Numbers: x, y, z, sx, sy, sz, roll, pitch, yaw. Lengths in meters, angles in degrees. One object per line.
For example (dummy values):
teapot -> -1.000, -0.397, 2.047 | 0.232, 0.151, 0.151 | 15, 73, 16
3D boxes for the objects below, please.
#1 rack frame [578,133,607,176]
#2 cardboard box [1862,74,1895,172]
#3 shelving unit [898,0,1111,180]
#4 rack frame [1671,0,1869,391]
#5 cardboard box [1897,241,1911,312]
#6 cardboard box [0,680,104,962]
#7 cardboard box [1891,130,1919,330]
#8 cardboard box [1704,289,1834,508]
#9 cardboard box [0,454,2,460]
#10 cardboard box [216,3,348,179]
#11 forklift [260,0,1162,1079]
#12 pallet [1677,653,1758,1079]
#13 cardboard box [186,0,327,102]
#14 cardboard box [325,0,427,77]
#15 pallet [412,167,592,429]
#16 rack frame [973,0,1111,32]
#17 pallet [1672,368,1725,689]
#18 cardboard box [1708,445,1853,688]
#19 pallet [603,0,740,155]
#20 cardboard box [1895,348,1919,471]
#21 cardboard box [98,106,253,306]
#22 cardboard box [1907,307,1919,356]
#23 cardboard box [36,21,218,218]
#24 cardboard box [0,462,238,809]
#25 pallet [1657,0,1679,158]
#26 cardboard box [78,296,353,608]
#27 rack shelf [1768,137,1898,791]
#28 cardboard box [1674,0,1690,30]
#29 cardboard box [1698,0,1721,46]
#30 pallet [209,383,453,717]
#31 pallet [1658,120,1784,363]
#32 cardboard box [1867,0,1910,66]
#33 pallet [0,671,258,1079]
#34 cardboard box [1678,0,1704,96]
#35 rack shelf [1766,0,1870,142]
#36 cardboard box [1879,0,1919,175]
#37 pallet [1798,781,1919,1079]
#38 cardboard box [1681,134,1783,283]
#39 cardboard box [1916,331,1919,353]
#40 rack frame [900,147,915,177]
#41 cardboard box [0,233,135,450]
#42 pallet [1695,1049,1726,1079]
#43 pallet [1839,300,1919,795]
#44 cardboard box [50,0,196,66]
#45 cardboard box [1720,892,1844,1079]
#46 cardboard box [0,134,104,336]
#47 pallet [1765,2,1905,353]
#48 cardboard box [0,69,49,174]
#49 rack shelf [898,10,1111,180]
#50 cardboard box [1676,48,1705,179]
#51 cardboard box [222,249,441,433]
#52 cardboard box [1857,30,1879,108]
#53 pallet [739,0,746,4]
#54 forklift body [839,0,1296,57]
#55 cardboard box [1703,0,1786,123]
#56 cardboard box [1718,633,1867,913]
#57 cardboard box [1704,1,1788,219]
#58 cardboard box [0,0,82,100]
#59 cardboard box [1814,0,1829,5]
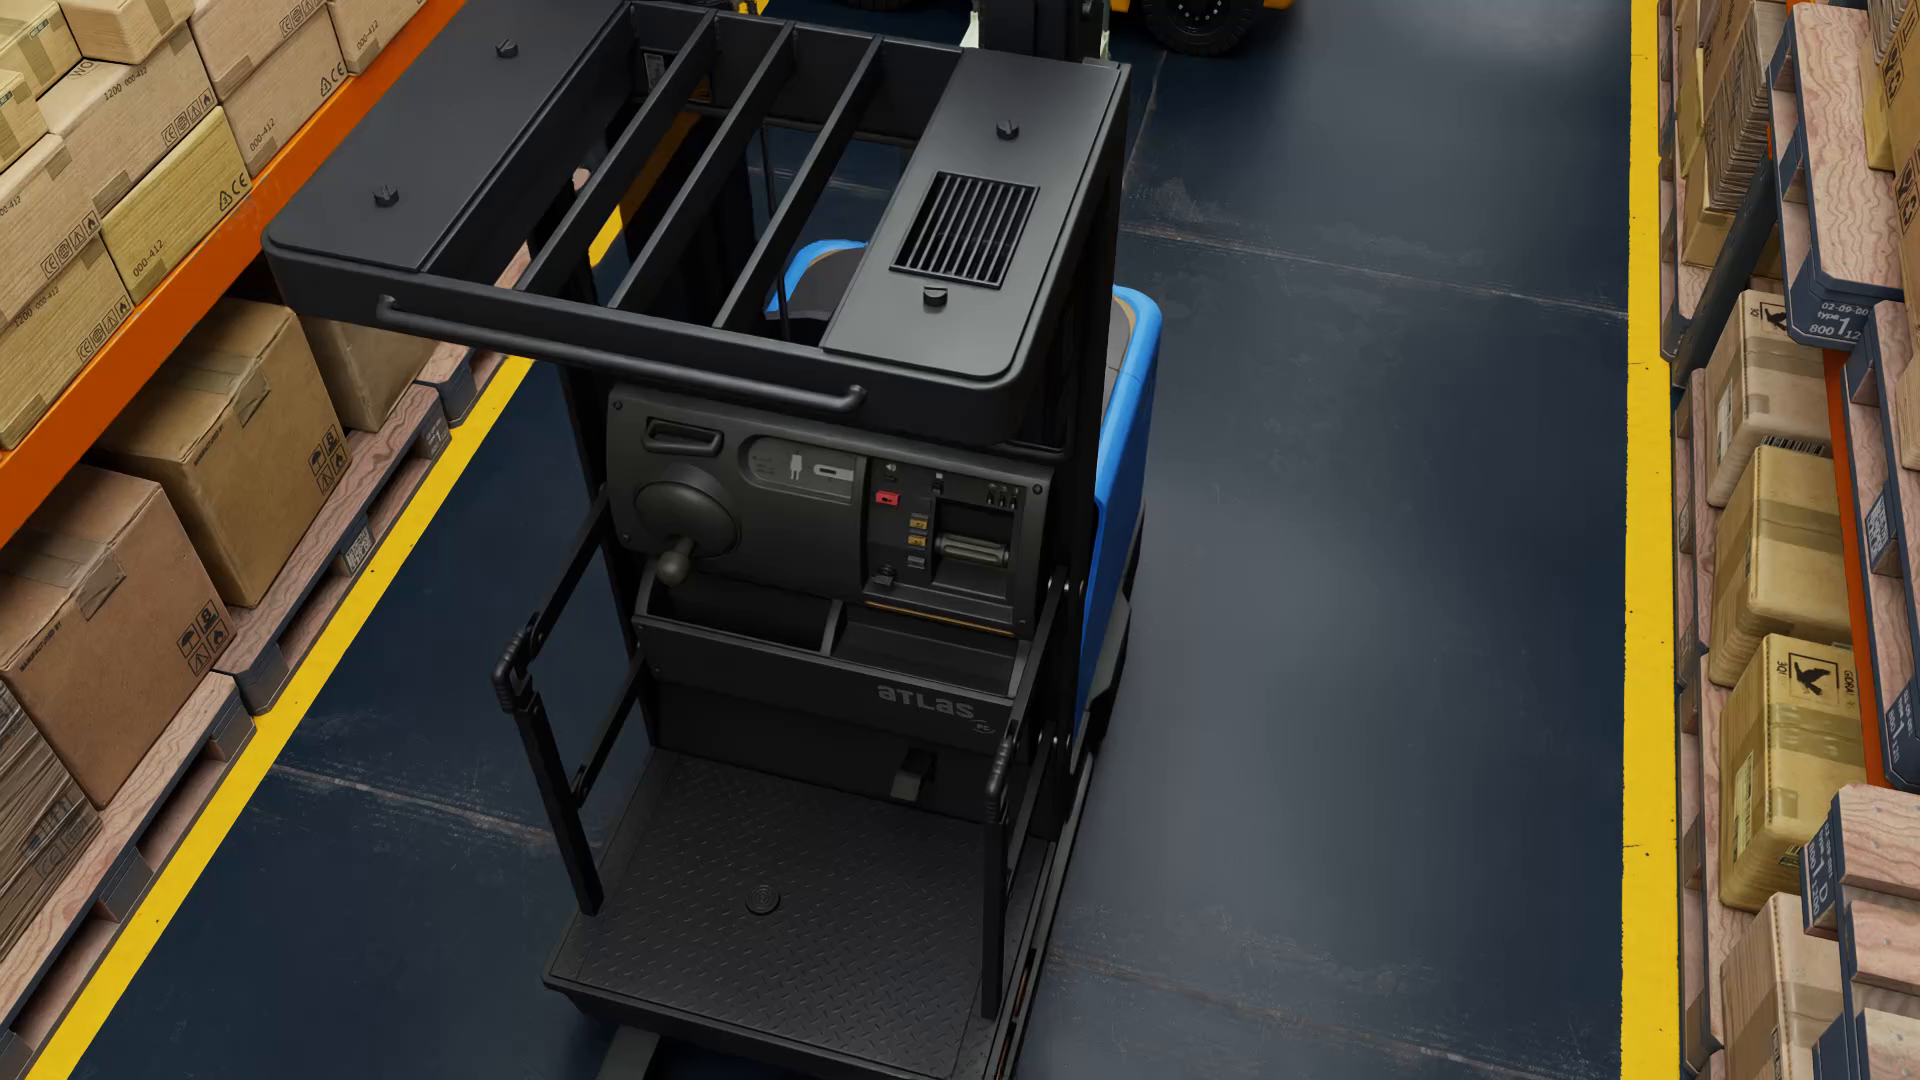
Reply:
rack frame -> -1.850, -2.435, 5.398 | 1.000, 3.000, 0.127 | 12, 50, 10
cardboard box -> 2.415, -0.997, 4.017 | 0.380, 0.149, 0.250 | 12, 50, 11
shelving unit -> 0.136, -0.862, 5.011 | 0.431, 1.500, 0.755 | 12, 50, 10
rack frame -> 2.940, -1.458, 4.536 | 1.000, 3.000, 0.127 | 12, 50, 10
cardboard box -> 2.307, -0.599, 3.666 | 0.380, 0.149, 0.250 | 12, 50, 11
cardboard box -> -2.725, 0.657, 3.973 | 0.875, 0.625, 0.625 | 13, 50, 11
cardboard box -> 2.265, -0.728, 3.347 | 0.500, 0.500, 0.500 | 11, 50, 10
cardboard box -> 2.804, -0.347, 5.029 | 0.950, 0.372, 0.625 | 12, 50, 11
cardboard box -> -2.413, -0.127, 3.462 | 0.500, 0.250, 0.500 | 11, 49, 9
cardboard box -> -2.017, -1.251, 4.453 | 0.500, 0.250, 0.500 | 12, 50, 10
forklift -> -0.335, 0.054, 3.248 | 1.130, 2.935, 3.031 | 12, 50, 10
pallet -> 2.417, 0.914, 4.303 | 1.003, 0.211, 1.213 | 12, 50, 10
cardboard box -> -2.001, -1.403, 4.254 | 0.500, 0.250, 0.500 | 12, 50, 11
cardboard box -> -1.857, -1.604, 4.765 | 0.500, 0.250, 0.500 | 11, 50, 10
pallet -> -2.006, -0.971, 5.966 | 1.003, 0.211, 1.213 | 12, 50, 10
rack frame -> 0.233, -1.127, 5.244 | 0.400, 1.500, 0.023 | 12, 50, 10
pallet -> 2.736, 0.028, 5.084 | 1.003, 0.211, 1.213 | 12, 50, 10
cardboard box -> 2.618, 0.173, 4.569 | 0.950, 0.372, 0.625 | 14, 50, 12
pallet -> -1.600, -2.079, 6.944 | 1.003, 0.211, 1.213 | 12, 50, 10
cardboard box -> 2.120, -0.239, 3.348 | 0.380, 0.149, 0.250 | 13, 50, 11
cardboard box -> -2.146, -0.876, 4.123 | 0.500, 0.250, 0.500 | 13, 50, 11
cardboard box -> 2.240, -0.421, 3.508 | 0.380, 0.149, 0.250 | 12, 50, 10
cardboard box -> -2.152, -1.041, 3.935 | 0.500, 0.250, 0.500 | 12, 50, 11
cardboard box -> -2.561, 0.183, 4.392 | 0.875, 0.625, 0.625 | 13, 50, 11
pallet -> 3.402, -1.913, 6.798 | 1.003, 0.211, 1.213 | 12, 50, 10
cardboard box -> -2.384, -0.304, 4.822 | 0.875, 0.625, 0.625 | 10, 49, 8
rack shelf -> 2.414, 0.227, 3.529 | 1.077, 0.370, 4.000 | 12, 50, 10
cardboard box -> 3.241, -2.286, 6.821 | 0.500, 0.250, 0.500 | 15, 50, 13
cardboard box -> 3.102, -2.154, 6.204 | 0.500, 0.500, 0.500 | 14, 50, 12
pallet -> -2.325, -0.086, 5.185 | 1.003, 0.211, 1.213 | 12, 50, 10
pallet -> 3.083, -1.028, 6.016 | 1.003, 0.211, 1.213 | 12, 50, 10
cardboard box -> 2.540, -1.446, 3.980 | 0.500, 0.500, 0.500 | 13, 50, 11
pallet -> -2.648, 0.794, 4.409 | 1.003, 0.211, 1.213 | 12, 50, 10
cardboard box -> 3.105, -1.922, 6.499 | 0.500, 0.250, 0.500 | 12, 50, 11
rack shelf -> 3.466, -2.666, 6.082 | 1.077, 0.370, 4.000 | 12, 50, 10
cardboard box -> 2.409, -1.083, 3.660 | 0.500, 0.500, 0.500 | 12, 50, 10
pallet -> 1.972, 0.962, 2.528 | 1.213, 0.211, 1.003 | 12, 50, 10
cardboard box -> 2.836, -1.168, 5.834 | 0.500, 0.250, 0.500 | 14, 50, 12
cardboard box -> 2.140, -0.355, 3.017 | 0.500, 0.500, 0.500 | 10, 49, 8
rack frame -> 0.038, -0.598, 4.777 | 0.400, 1.500, 0.023 | 12, 50, 10
cardboard box -> -2.284, -0.501, 3.792 | 0.500, 0.250, 0.500 | 10, 49, 9
pallet -> 2.094, 1.793, 3.527 | 1.003, 0.211, 1.213 | 12, 50, 10
pallet -> 2.369, 0.059, 3.325 | 1.003, 0.211, 1.213 | 12, 50, 10
cardboard box -> -2.028, -1.254, 3.857 | 0.380, 0.149, 0.250 | 10, 49, 9
cardboard box -> 2.232, 1.224, 3.642 | 0.950, 0.372, 0.625 | 11, 49, 9
cardboard box -> -2.262, -0.667, 3.604 | 0.500, 0.250, 0.500 | 10, 49, 9
pallet -> 2.598, -0.870, 4.145 | 1.003, 0.211, 1.213 | 12, 50, 10
cardboard box -> -2.205, -0.897, 3.542 | 0.380, 0.149, 0.250 | 13, 50, 11
rack shelf -> 0.136, -1.121, 4.718 | 0.431, 0.370, 0.720 | 12, 50, 10
cardboard box -> 2.967, -1.555, 6.175 | 0.500, 0.250, 0.500 | 10, 49, 9
cardboard box -> -2.188, -0.848, 5.302 | 0.875, 0.625, 0.625 | 11, 50, 10
cardboard box -> 2.490, -1.176, 4.175 | 0.380, 0.149, 0.250 | 12, 50, 11
pallet -> -1.281, -2.964, 7.725 | 1.003, 0.211, 1.213 | 12, 50, 10
forklift body -> 0.464, -3.315, 6.742 | 2.313, 2.155, 1.214 | 12, 50, 10
cardboard box -> 2.969, -1.784, 5.878 | 0.500, 0.500, 0.500 | 12, 50, 11
cardboard box -> 2.437, 0.677, 4.125 | 0.950, 0.372, 0.625 | 13, 50, 11
cardboard box -> 2.837, -1.416, 5.553 | 0.500, 0.500, 0.500 | 11, 49, 10
cardboard box -> -2.230, -1.104, 3.725 | 0.380, 0.149, 0.250 | 12, 50, 10
cardboard box -> 2.730, -1.667, 4.888 | 0.380, 0.149, 0.250 | 11, 50, 10
